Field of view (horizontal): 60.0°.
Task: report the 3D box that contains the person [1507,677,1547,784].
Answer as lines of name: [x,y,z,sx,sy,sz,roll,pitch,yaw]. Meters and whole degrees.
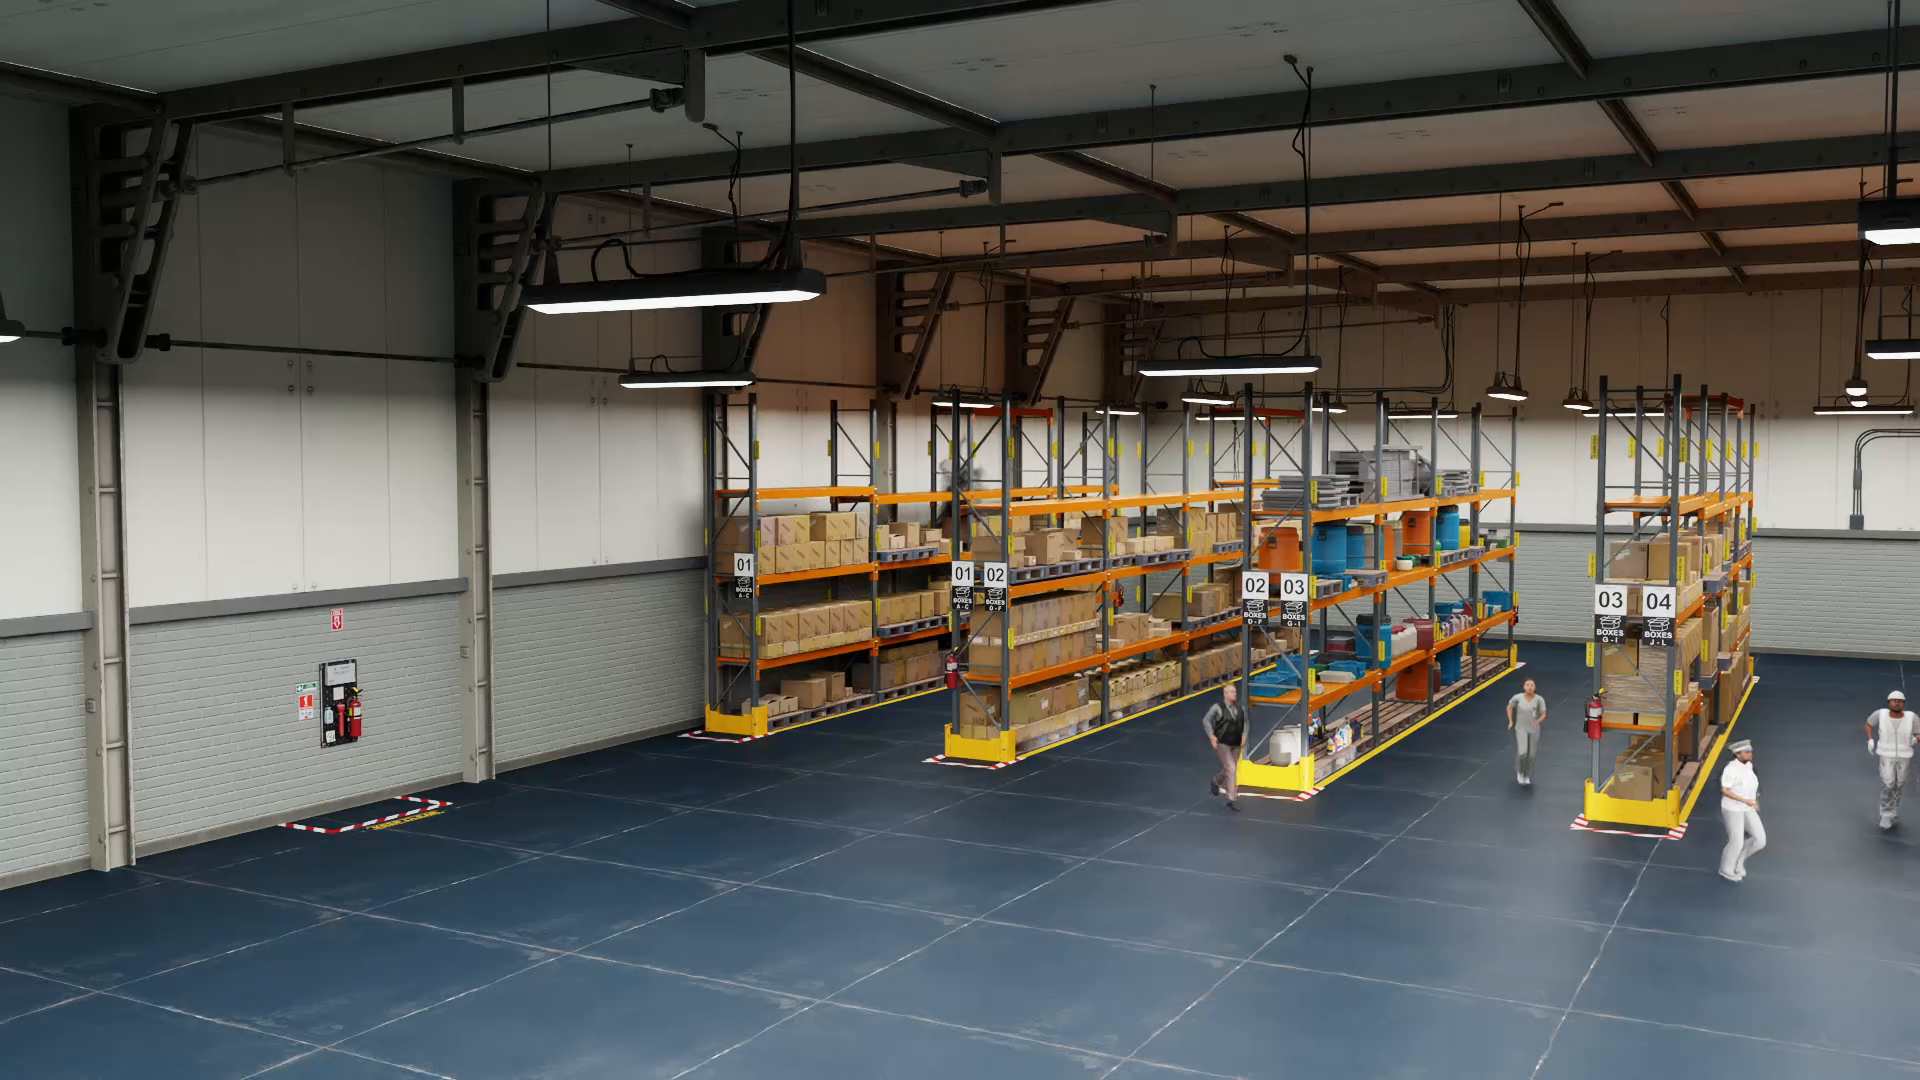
person: [8.403,2.839,24.644,0.536,1.626,0.702,1,3,12]

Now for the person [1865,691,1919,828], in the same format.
person: [12.484,2.926,22.189,0.662,1.840,0.778,1,3,18]

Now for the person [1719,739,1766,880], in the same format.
person: [9.059,3.125,19.241,0.584,1.664,0.581,-2,3,-26]

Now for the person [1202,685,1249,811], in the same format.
person: [3.778,2.898,23.436,0.671,1.707,0.860,-1,3,-23]
